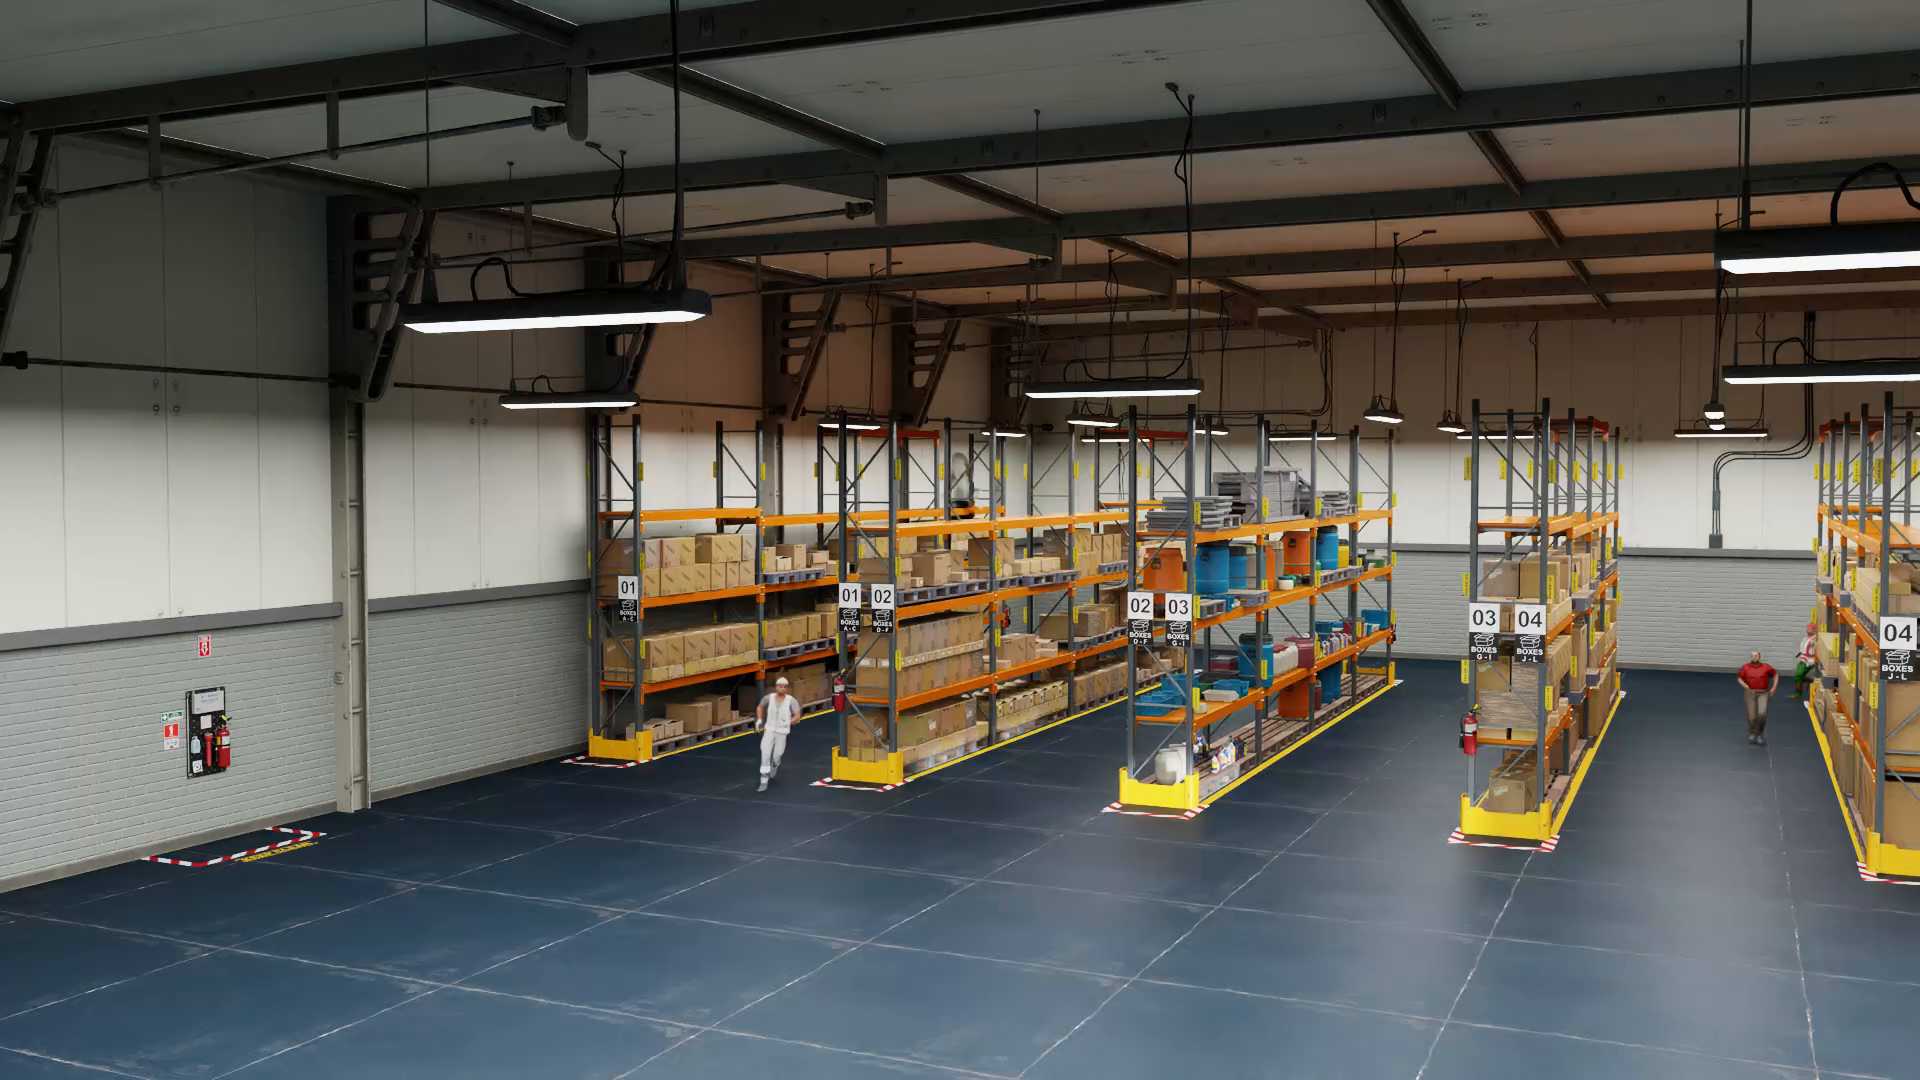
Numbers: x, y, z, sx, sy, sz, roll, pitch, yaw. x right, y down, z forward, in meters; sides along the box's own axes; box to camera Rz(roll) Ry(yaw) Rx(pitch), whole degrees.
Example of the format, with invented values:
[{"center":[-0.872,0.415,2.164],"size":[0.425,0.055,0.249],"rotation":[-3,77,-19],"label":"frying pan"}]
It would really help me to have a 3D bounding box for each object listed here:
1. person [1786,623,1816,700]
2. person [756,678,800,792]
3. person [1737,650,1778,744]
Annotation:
[{"center":[18.523,2.651,36.272],"size":[0.701,1.716,0.705],"rotation":[0,2,-2],"label":"person"},{"center":[-2.885,3.048,26.372],"size":[0.701,1.756,0.885],"rotation":[0,2,0],"label":"person"},{"center":[14.693,2.907,30.662],"size":[0.673,1.724,0.693],"rotation":[1,3,30],"label":"person"}]
